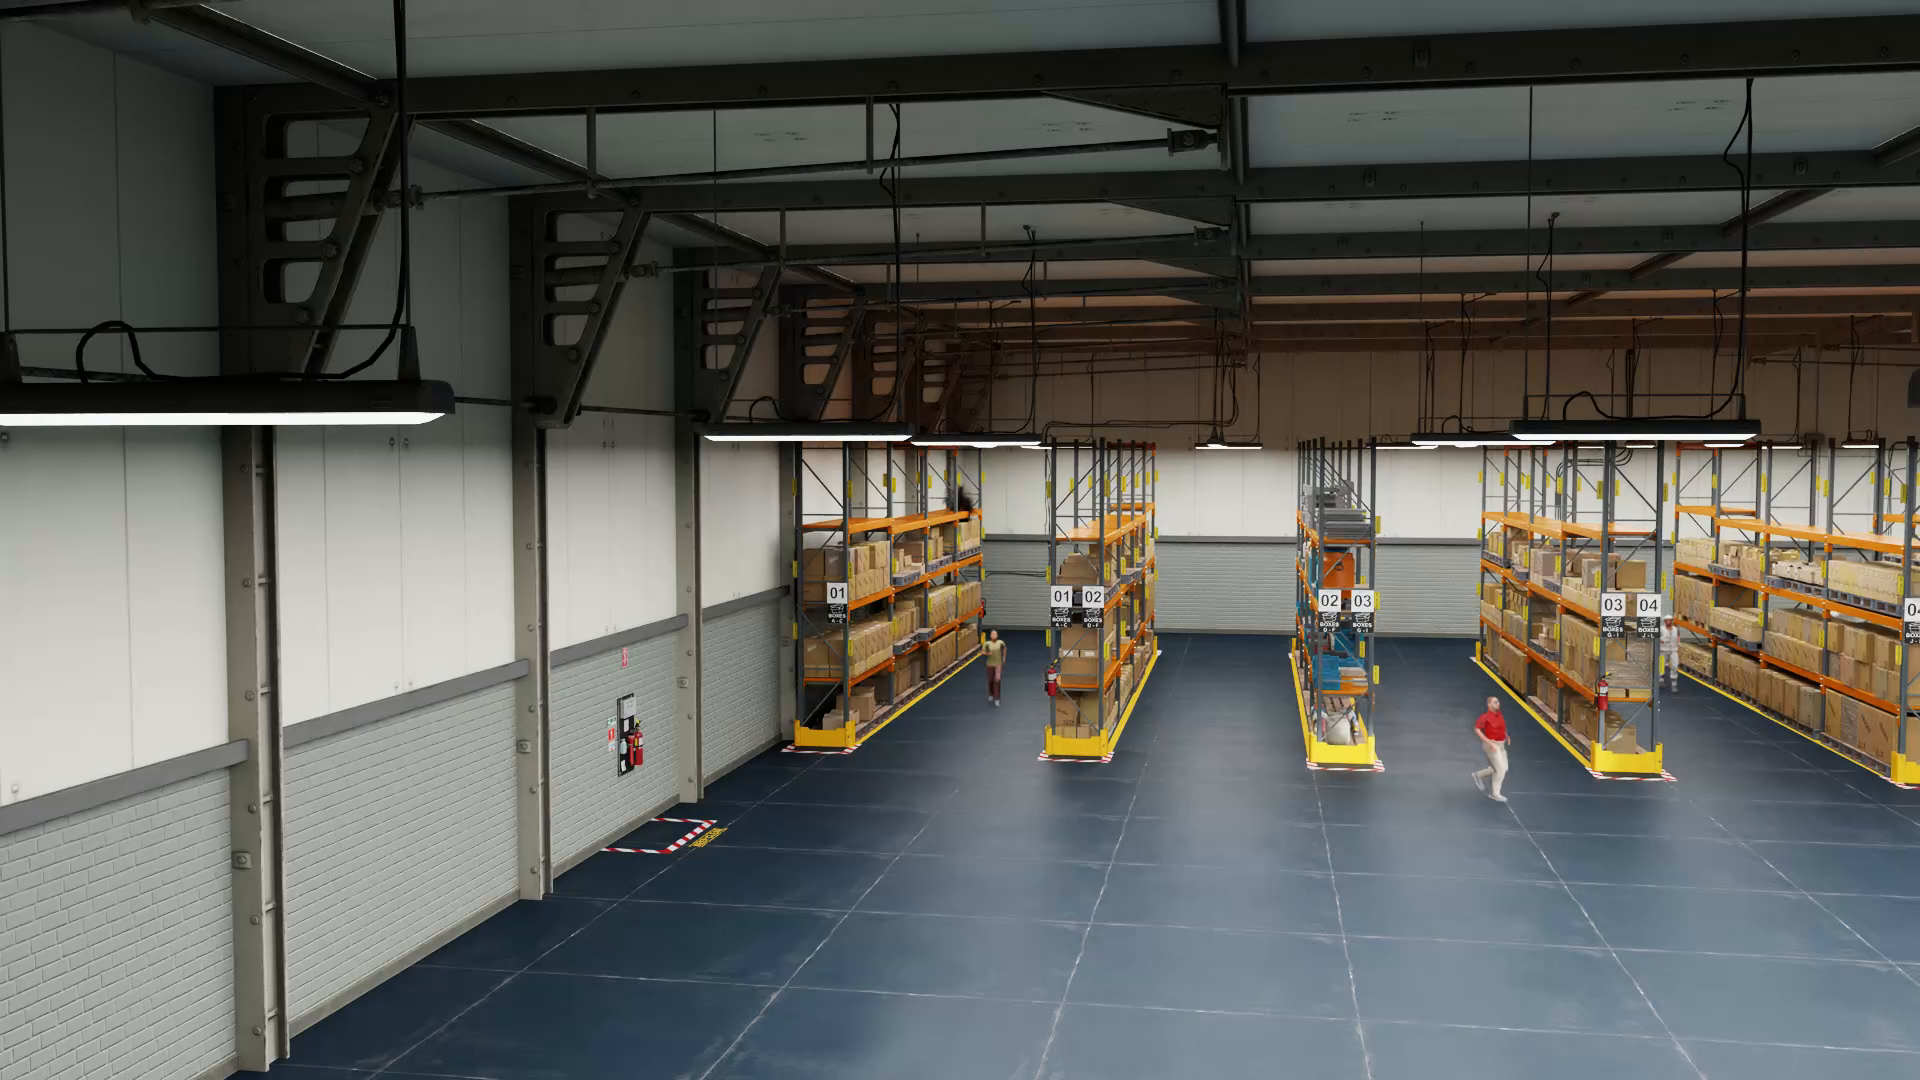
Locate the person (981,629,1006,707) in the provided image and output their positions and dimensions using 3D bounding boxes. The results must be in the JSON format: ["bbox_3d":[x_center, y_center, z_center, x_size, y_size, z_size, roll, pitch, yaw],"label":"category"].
[{"bbox_3d":[0.759,2.877,37.746,0.576,1.721,0.831,0,3,1],"label":"person"}]

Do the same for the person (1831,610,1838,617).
[{"bbox_3d":[23.713,2.460,45.234,0.940,1.762,0.730,1,3,16],"label":"person"}]

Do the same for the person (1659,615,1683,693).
[{"bbox_3d":[16.982,2.693,39.839,0.661,1.813,0.929,1,3,10],"label":"person"}]

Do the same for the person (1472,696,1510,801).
[{"bbox_3d":[8.771,3.430,27.499,0.658,1.709,0.658,-3,4,-43],"label":"person"}]
